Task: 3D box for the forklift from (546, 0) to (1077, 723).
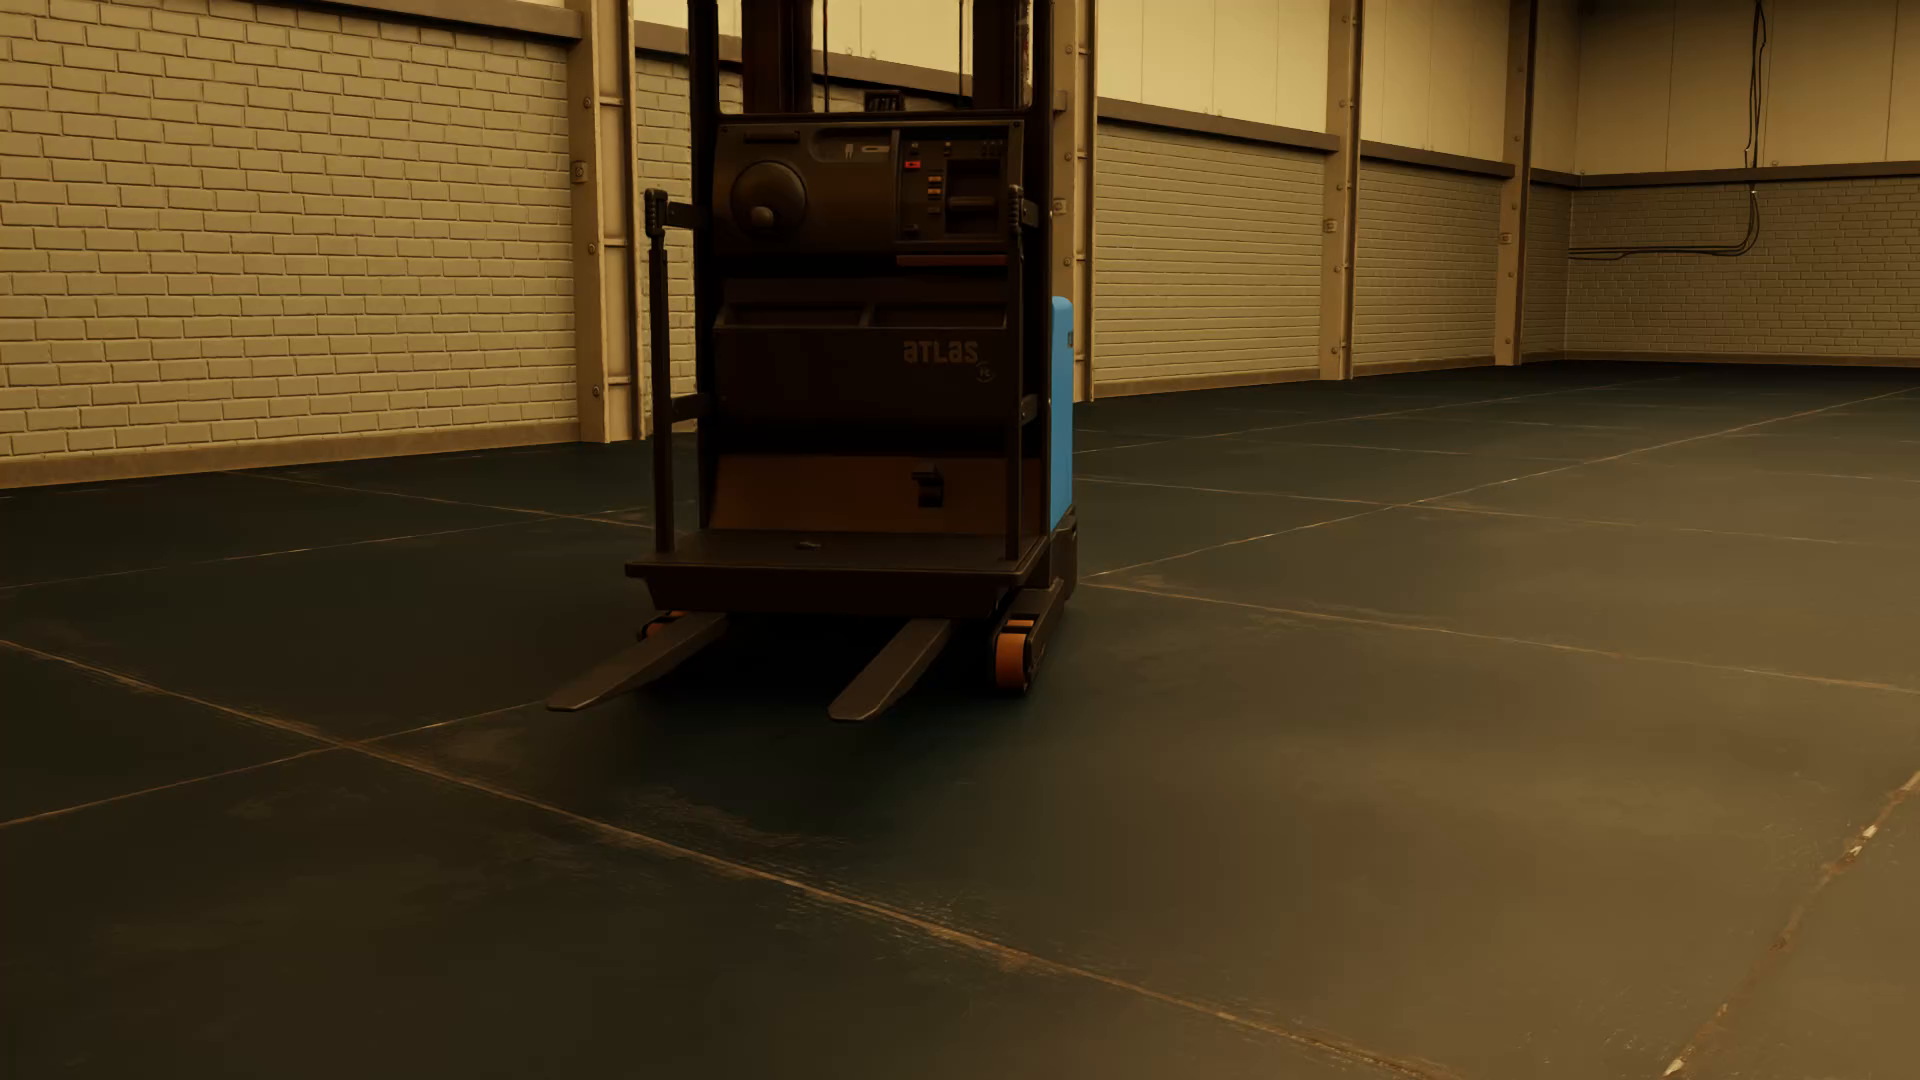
[{"bbox_3d":[-0.304,-1.088,4.720,1.130,2.935,3.031,1,8,9],"label":"forklift"}]
